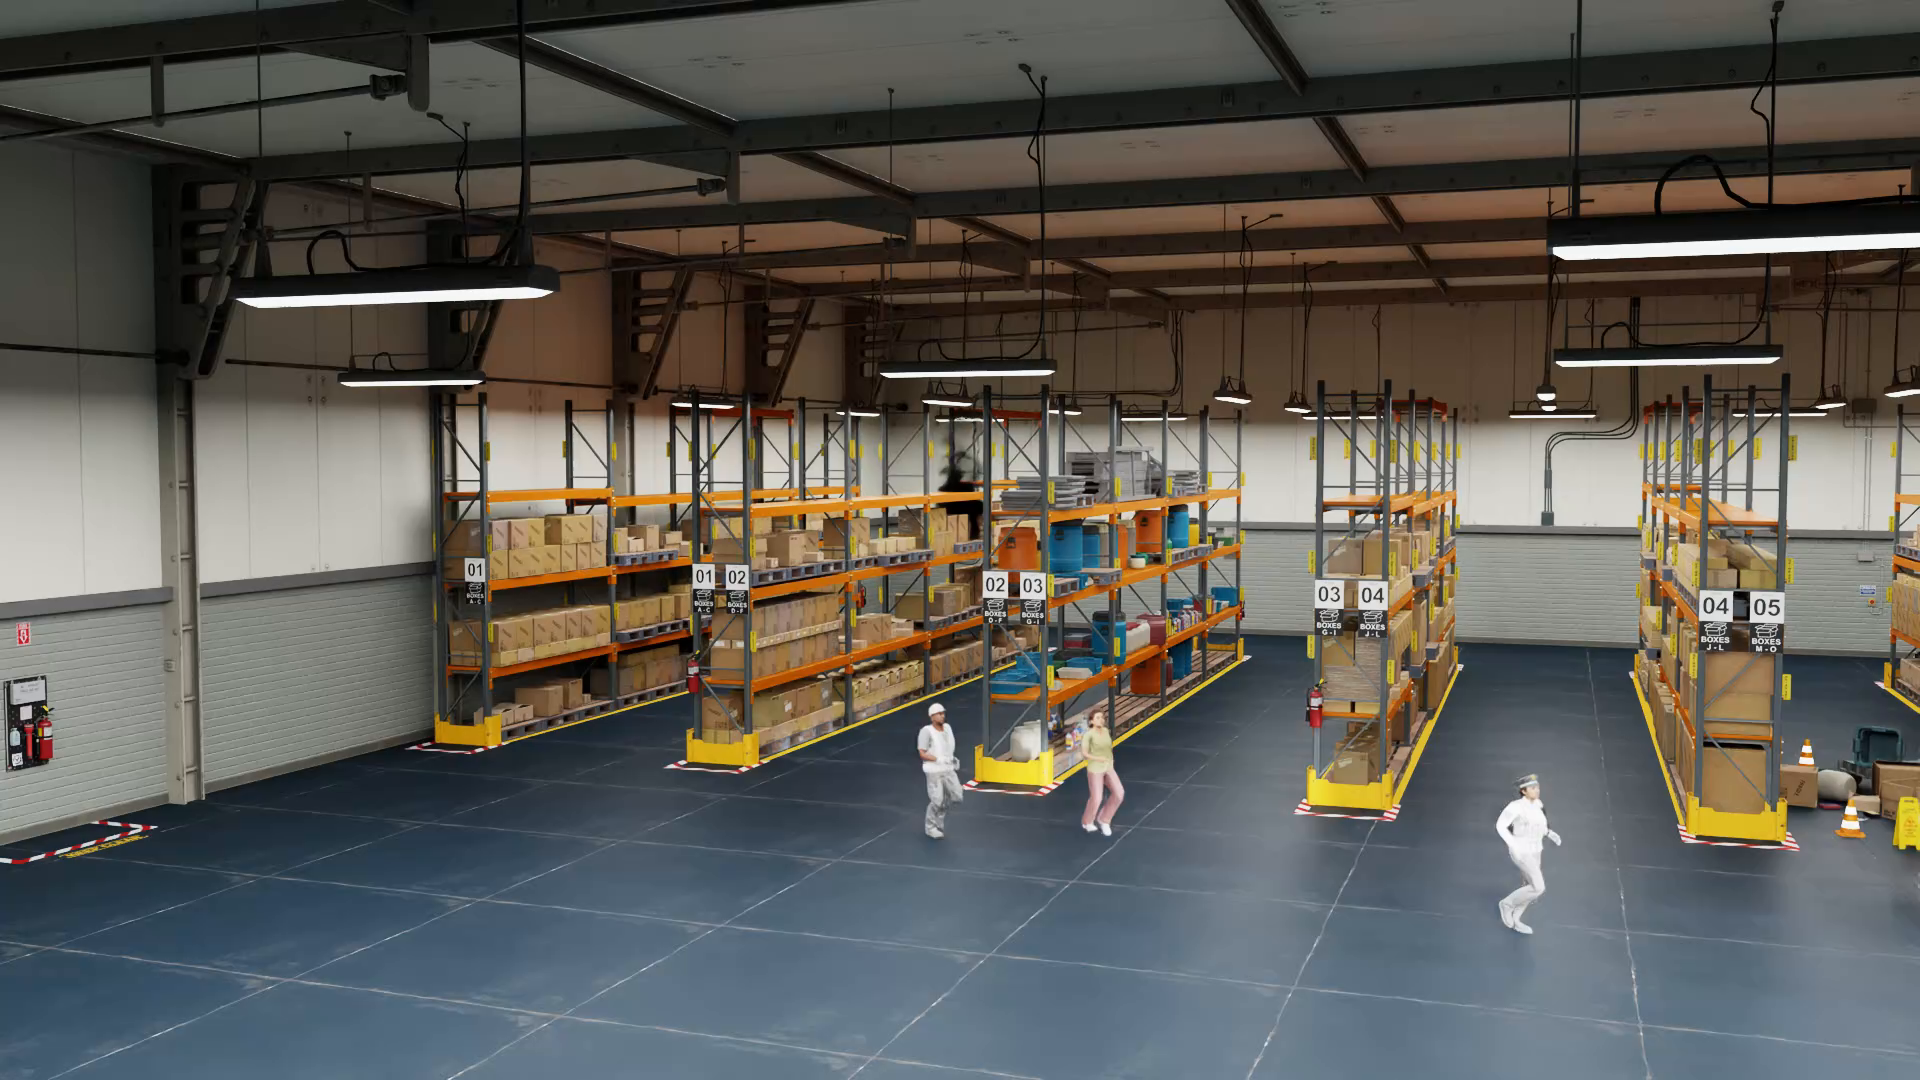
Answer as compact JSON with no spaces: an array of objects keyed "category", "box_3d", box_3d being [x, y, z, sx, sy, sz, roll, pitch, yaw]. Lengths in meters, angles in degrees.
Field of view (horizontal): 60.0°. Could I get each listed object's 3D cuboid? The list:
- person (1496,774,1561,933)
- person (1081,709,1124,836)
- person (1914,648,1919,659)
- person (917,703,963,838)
[{"category":"person","box_3d":[5.936,3.252,17.268,0.600,1.661,0.547,-2,4,-38]},{"category":"person","box_3d":[1.832,3.027,21.711,0.585,1.649,0.657,-2,4,-32]},{"category":"person","box_3d":[21.044,2.244,36.200,0.607,1.627,0.596,-2,4,-35]},{"category":"person","box_3d":[-0.231,2.980,21.468,0.673,1.739,0.602,-3,4,-43]}]
